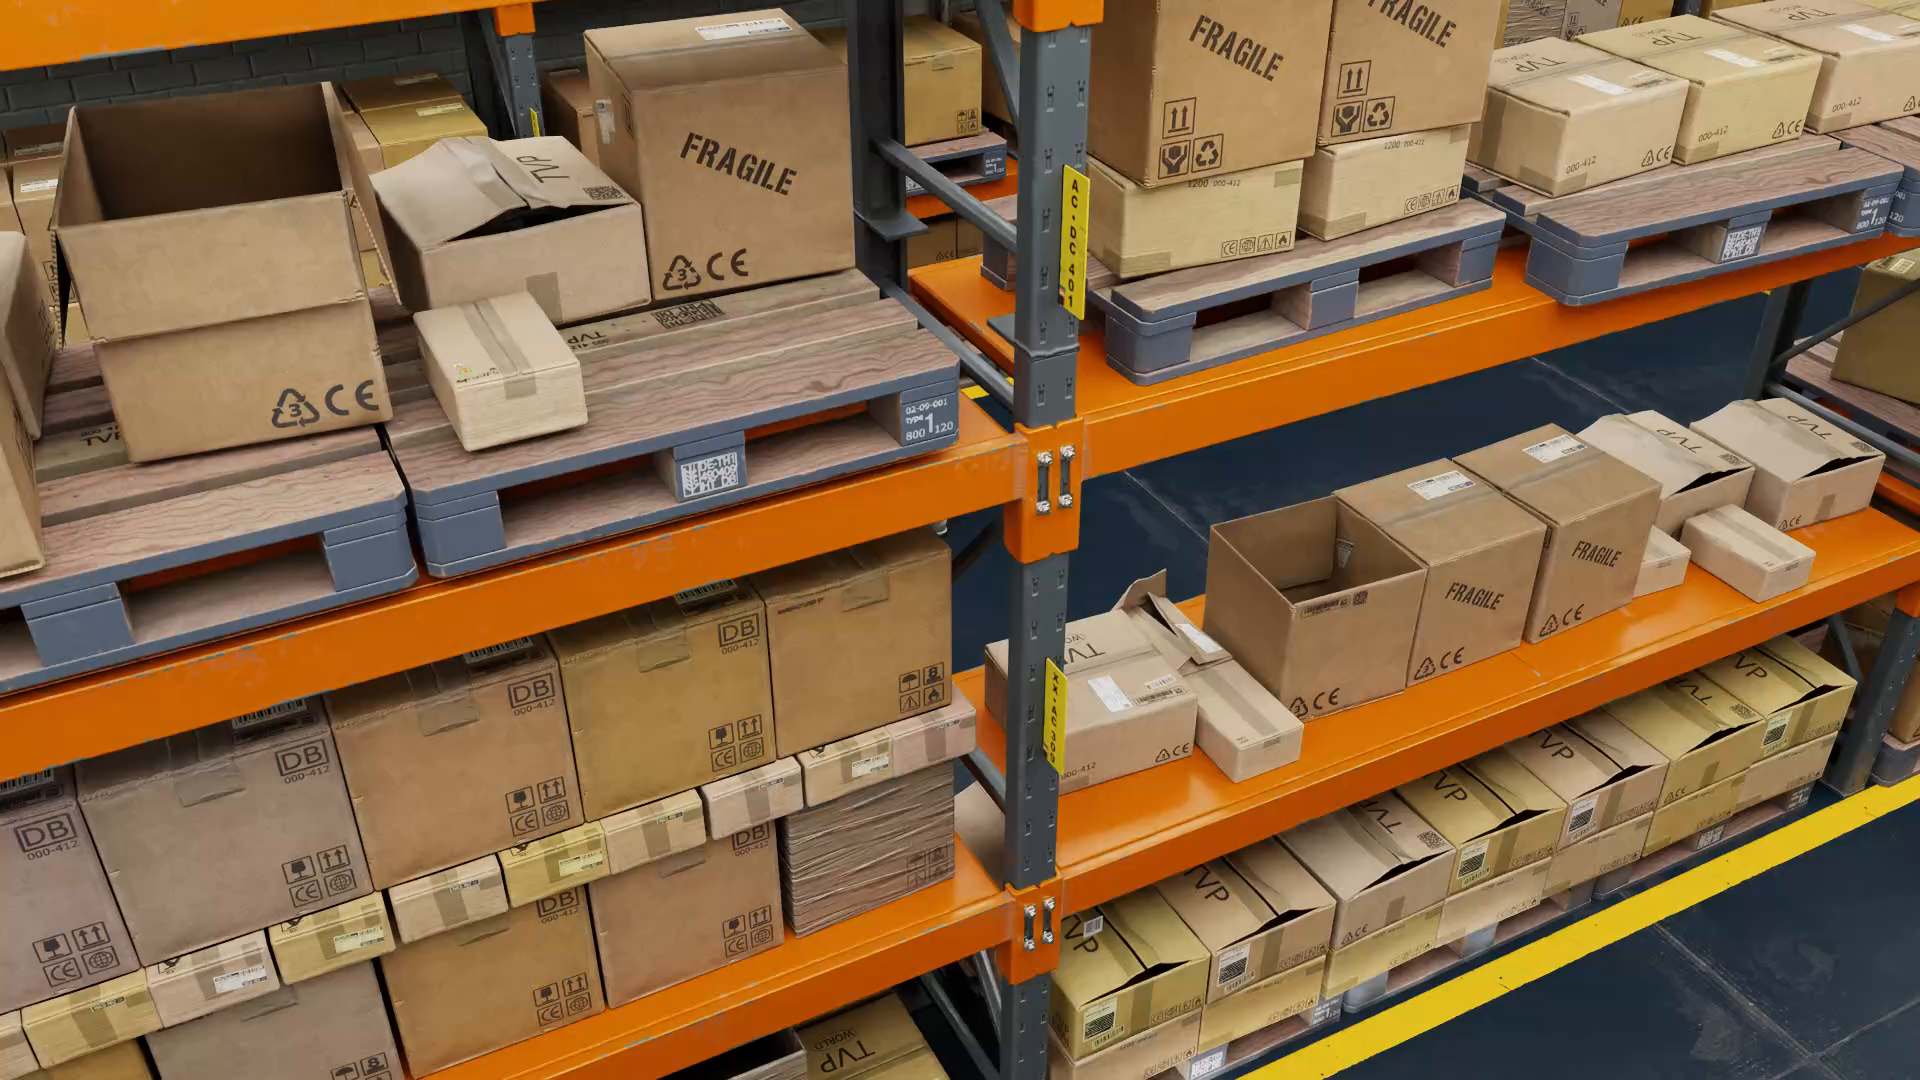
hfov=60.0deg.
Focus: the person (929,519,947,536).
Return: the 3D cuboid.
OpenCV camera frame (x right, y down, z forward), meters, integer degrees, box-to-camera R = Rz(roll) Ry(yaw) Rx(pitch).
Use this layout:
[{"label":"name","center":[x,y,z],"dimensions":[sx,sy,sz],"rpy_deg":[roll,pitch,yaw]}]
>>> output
[{"label":"person","center":[-0.307,-0.723,8.237],"dimensions":[0.563,1.666,0.469],"rpy_deg":[-18,37,-26]}]
